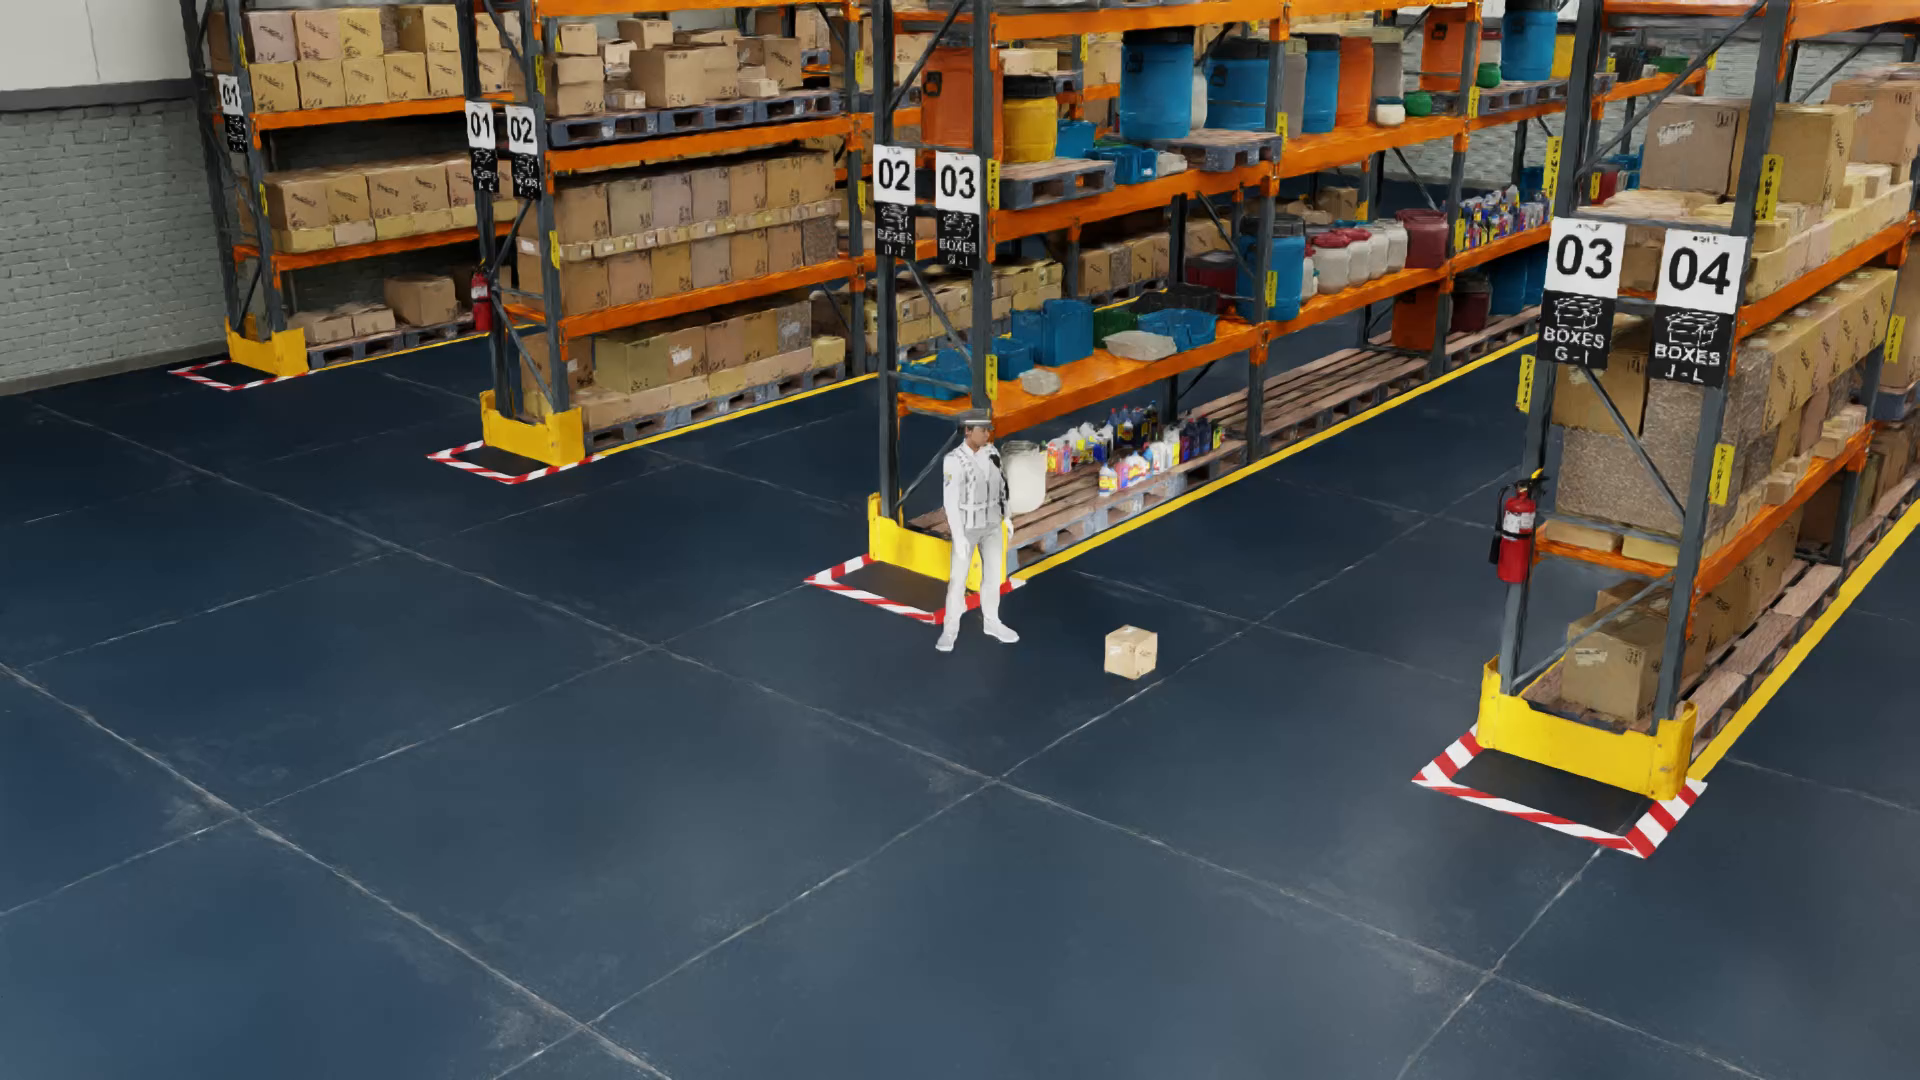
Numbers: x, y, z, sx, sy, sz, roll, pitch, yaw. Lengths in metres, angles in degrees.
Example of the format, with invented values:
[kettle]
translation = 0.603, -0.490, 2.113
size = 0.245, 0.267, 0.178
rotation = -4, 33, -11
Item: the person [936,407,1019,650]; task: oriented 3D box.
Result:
[person]
translation = 0.107, -0.089, 11.226
size = 0.608, 1.689, 0.356
rotation = -13, 24, -31
